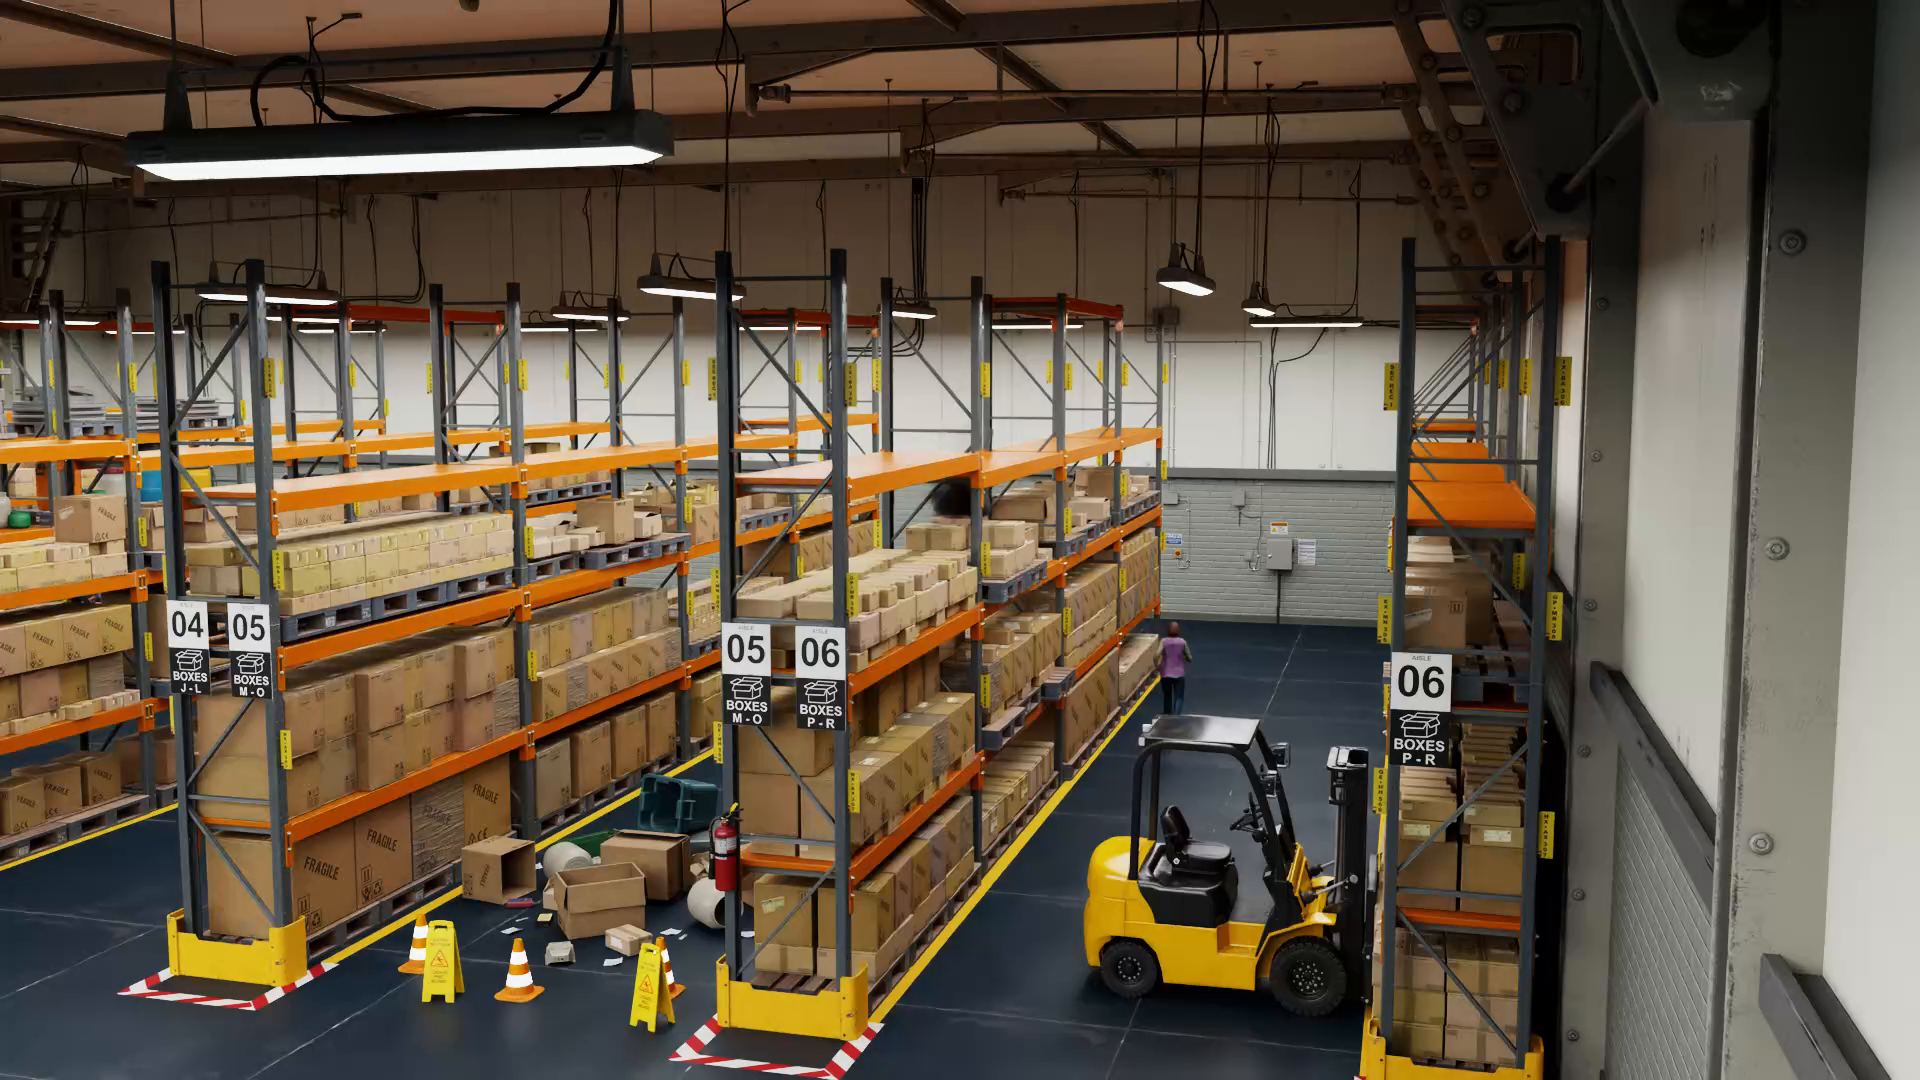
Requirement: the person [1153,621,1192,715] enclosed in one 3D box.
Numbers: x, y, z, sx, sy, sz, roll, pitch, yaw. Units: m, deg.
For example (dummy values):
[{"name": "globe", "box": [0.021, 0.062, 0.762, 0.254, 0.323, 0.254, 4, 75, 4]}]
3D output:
[{"name": "person", "box": [2.953, 1.912, 23.108, 0.534, 1.583, 0.895, 1, 6, 9]}]
